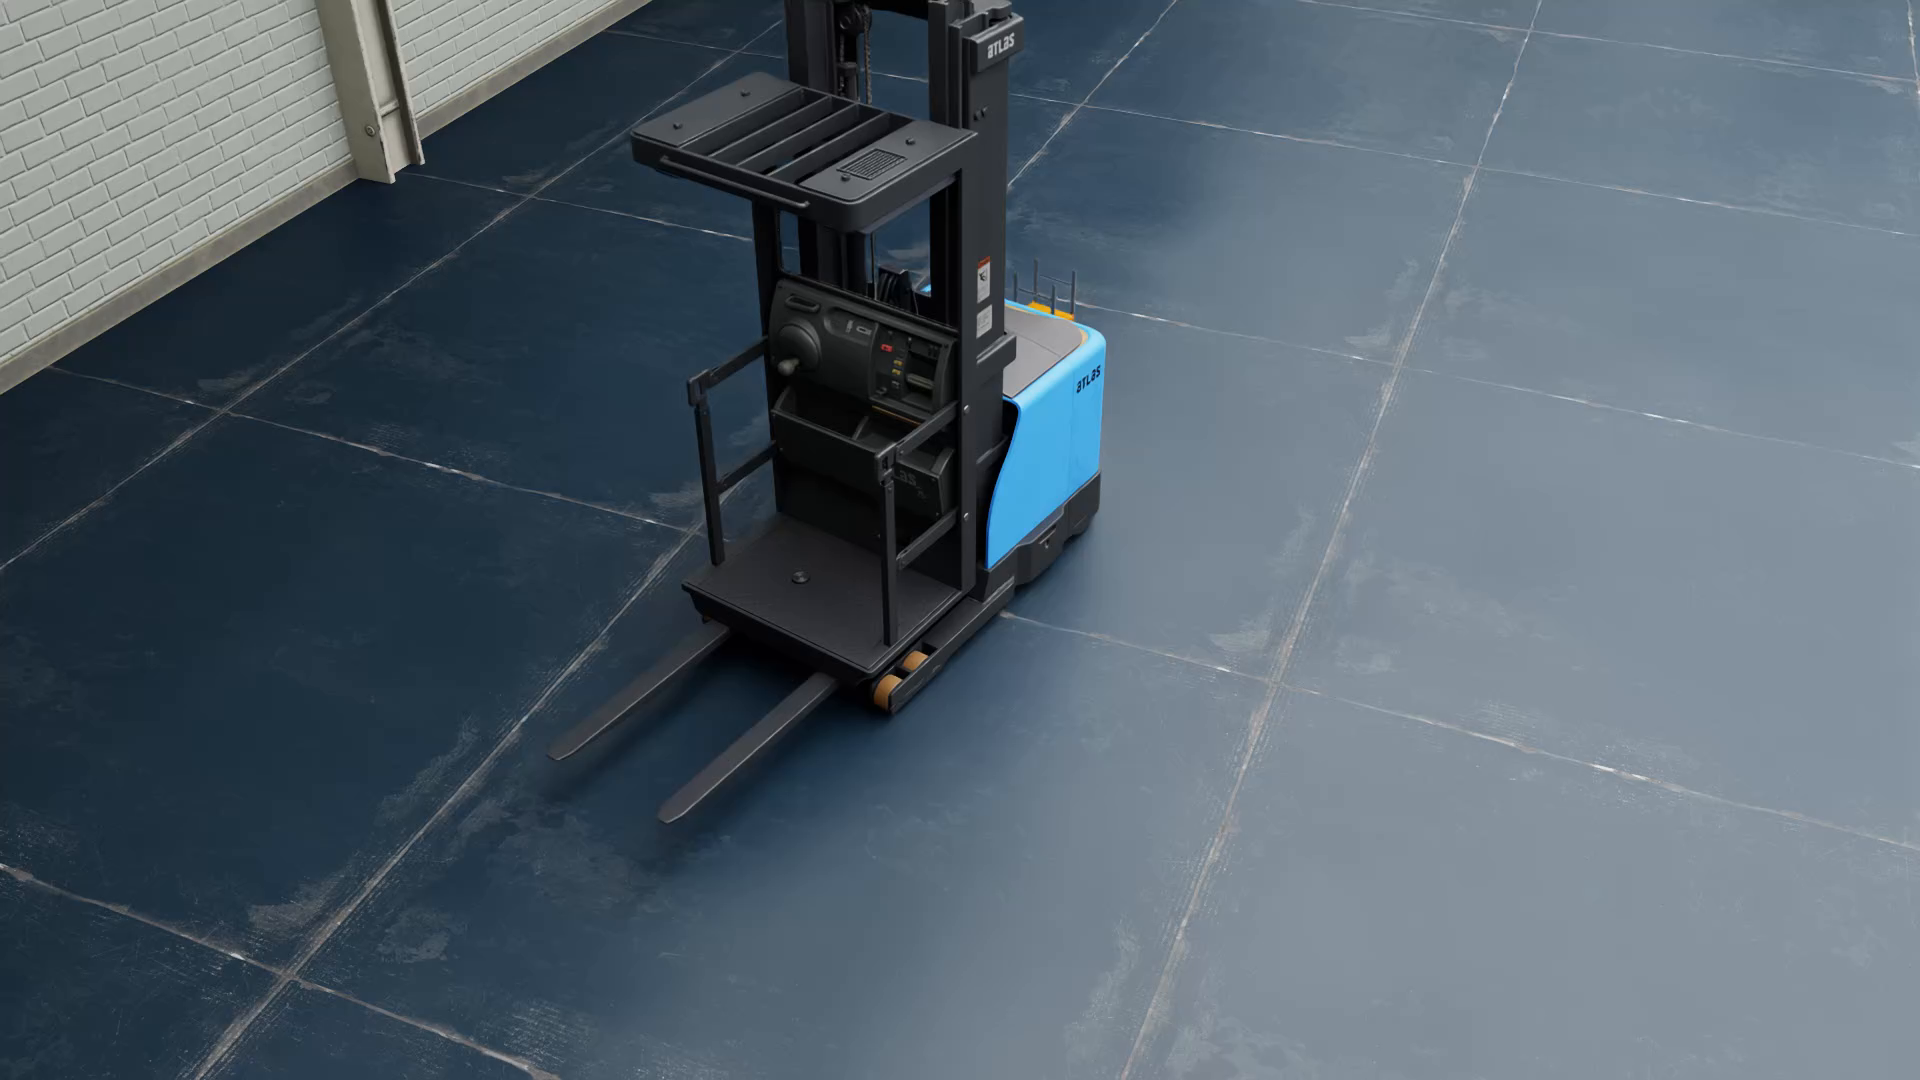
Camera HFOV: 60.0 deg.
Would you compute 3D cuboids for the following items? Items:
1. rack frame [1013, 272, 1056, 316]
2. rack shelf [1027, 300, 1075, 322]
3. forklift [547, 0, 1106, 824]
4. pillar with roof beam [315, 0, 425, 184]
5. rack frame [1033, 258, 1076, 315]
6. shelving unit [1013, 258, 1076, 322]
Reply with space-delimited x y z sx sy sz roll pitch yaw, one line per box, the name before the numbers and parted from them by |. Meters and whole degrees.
rack frame | 0.361 -0.779 8.392 0.240 1.200 0.006 23 42 27
rack shelf | 0.414 -1.077 8.263 0.258 0.103 0.180 23 42 27
forklift | -0.550 -0.743 6.897 1.130 2.935 3.031 23 42 27
pillar with roof beam | -0.093 -5.276 7.894 9.100 9.000 0.400 14 39 18
rack frame | 0.466 -0.869 8.512 0.240 1.200 0.006 23 42 27
shelving unit | 0.414 -0.824 8.452 0.258 1.200 0.189 23 42 27
